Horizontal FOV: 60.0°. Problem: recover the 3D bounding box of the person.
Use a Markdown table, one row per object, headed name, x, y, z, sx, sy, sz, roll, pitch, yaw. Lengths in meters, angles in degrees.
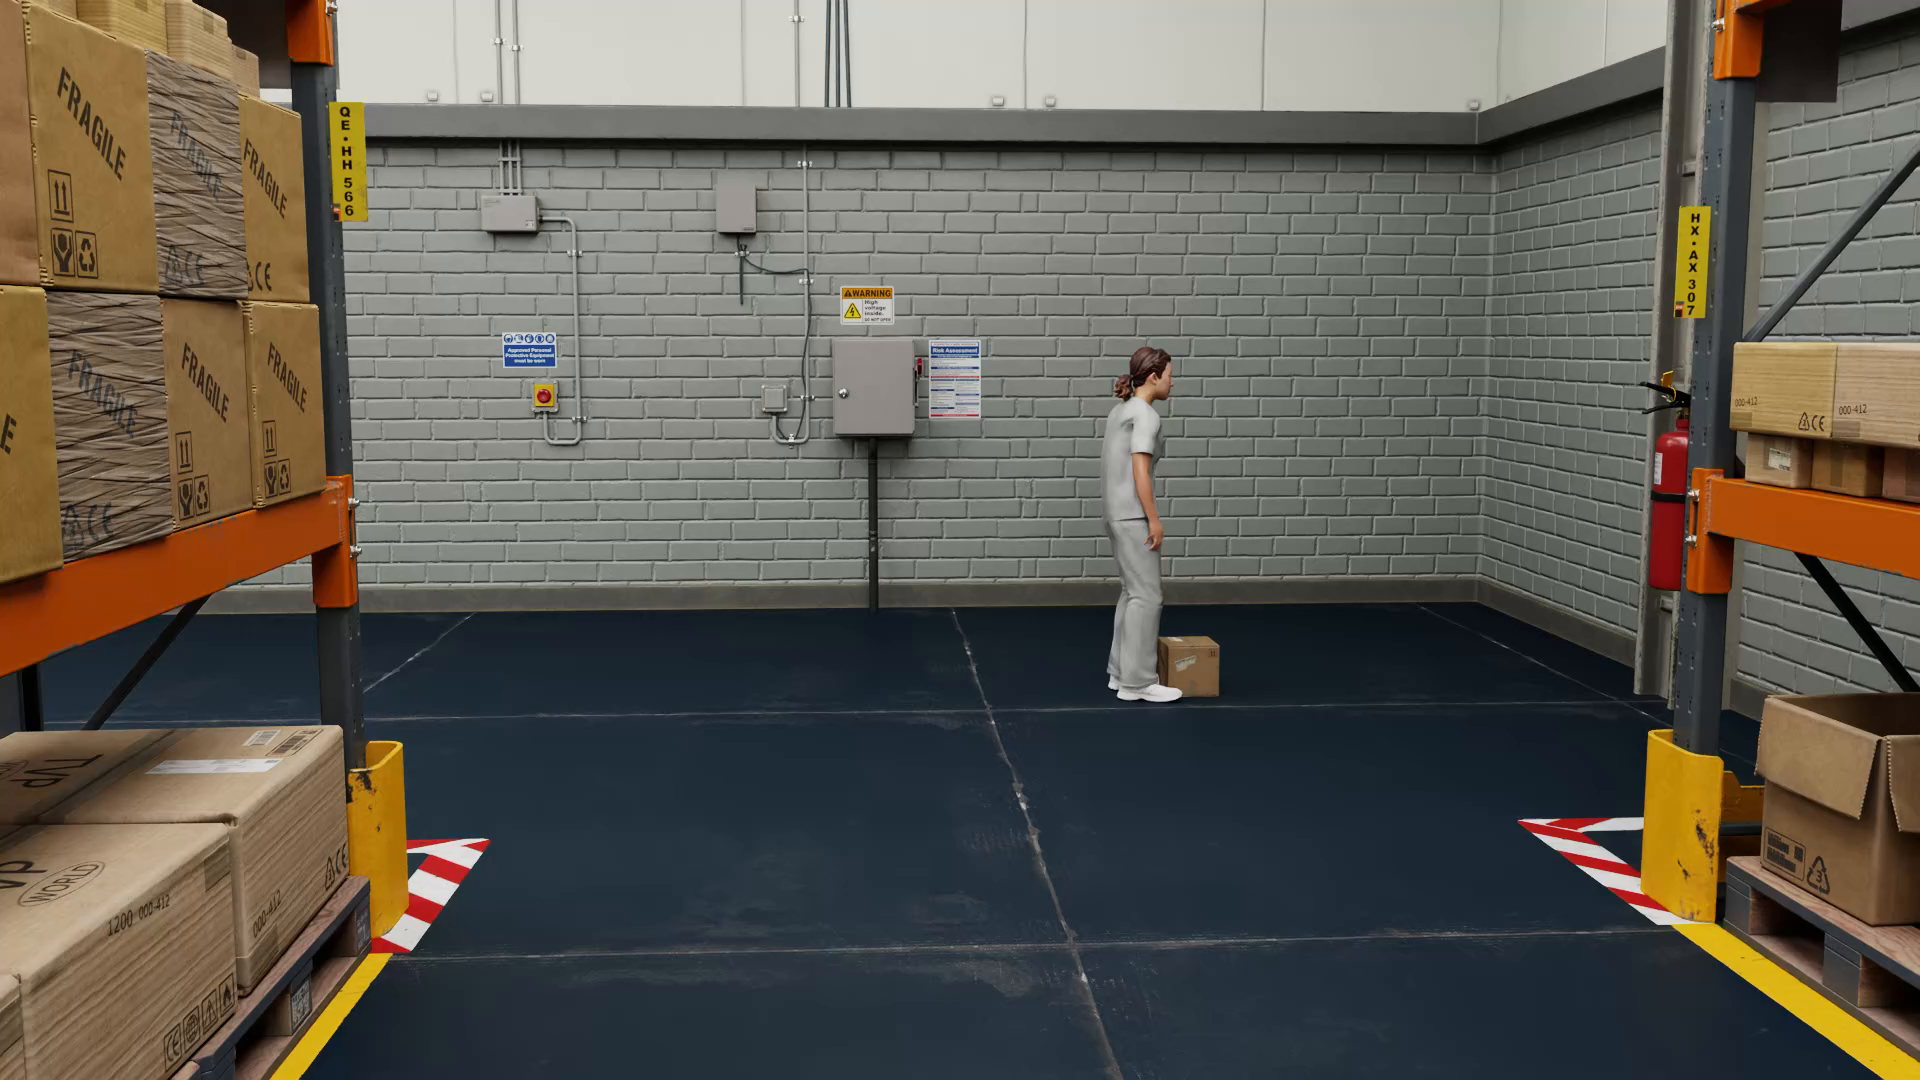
| name | x | y | z | sx | sy | sz | roll | pitch | yaw |
| --- | --- | --- | --- | --- | --- | --- | --- | --- | --- |
| person | 0.862 | -0.087 | 7.981 | 0.364 | 1.671 | 0.512 | -1 | 7 | -7 |
